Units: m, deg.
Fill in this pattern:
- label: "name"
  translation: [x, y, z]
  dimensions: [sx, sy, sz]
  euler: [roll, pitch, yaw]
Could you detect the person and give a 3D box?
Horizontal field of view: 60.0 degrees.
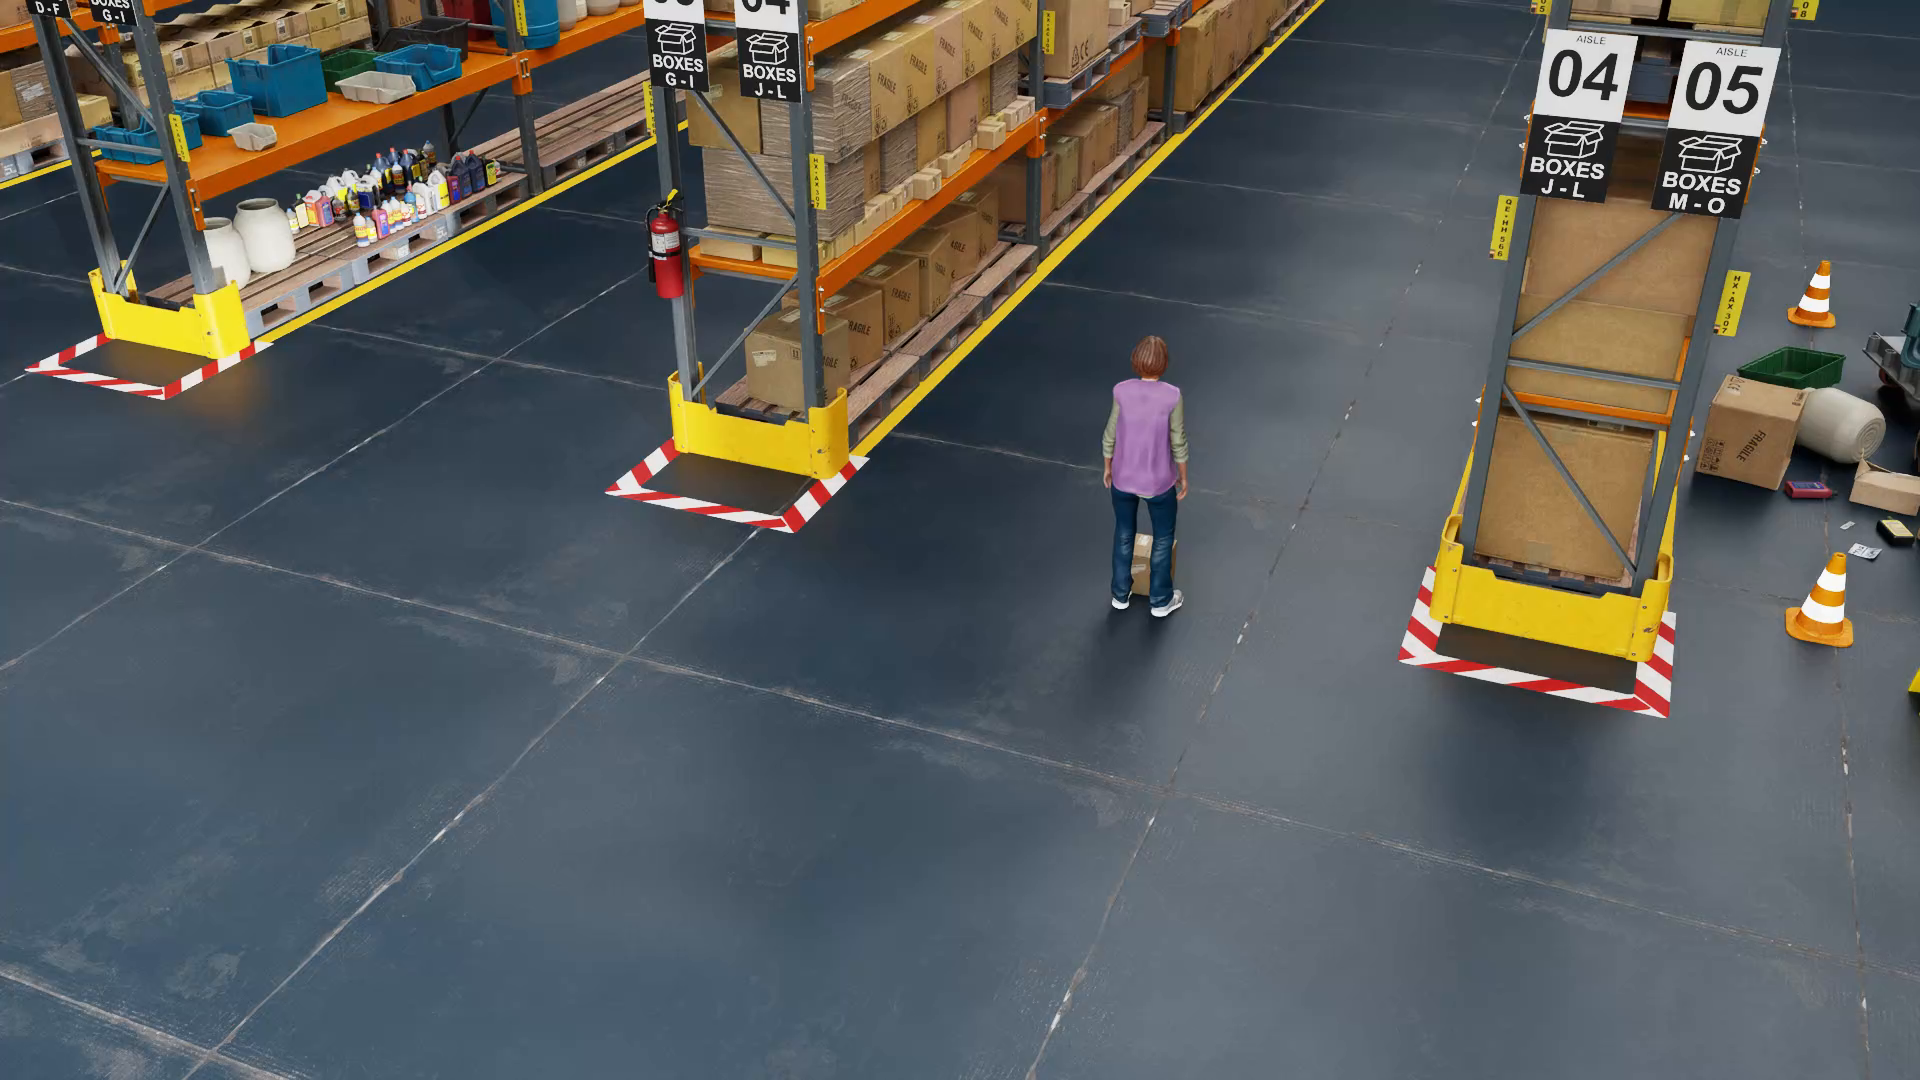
- label: "person"
  translation: [0.997, -0.321, 8.963]
  dimensions: [0.477, 1.582, 0.346]
  euler: [11, 32, 18]
